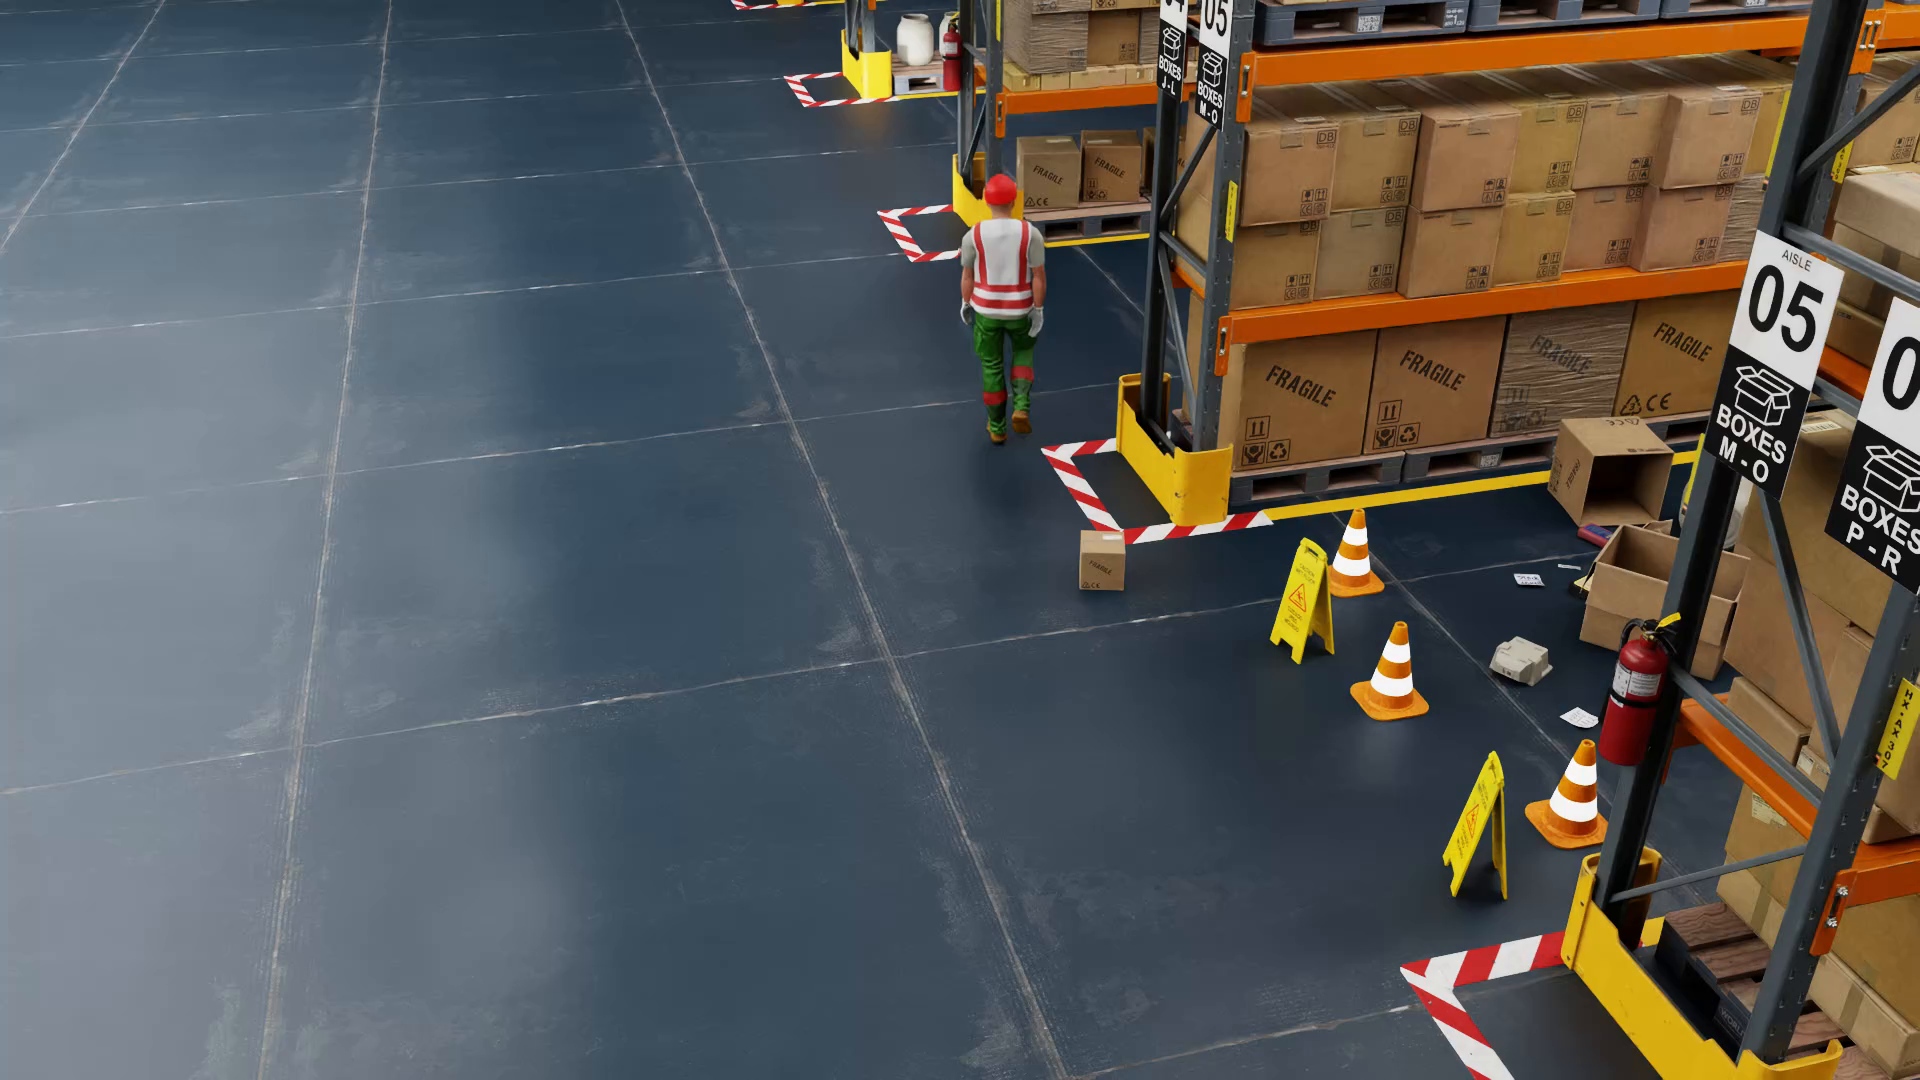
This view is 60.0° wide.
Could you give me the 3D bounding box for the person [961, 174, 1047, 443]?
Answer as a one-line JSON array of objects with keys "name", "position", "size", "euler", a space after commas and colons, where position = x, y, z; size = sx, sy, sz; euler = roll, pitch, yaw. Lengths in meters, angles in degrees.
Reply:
[{"name": "person", "position": [0.276, -1.502, 10.779], "size": [0.542, 1.793, 0.451], "euler": [-1, 30, -3]}]
